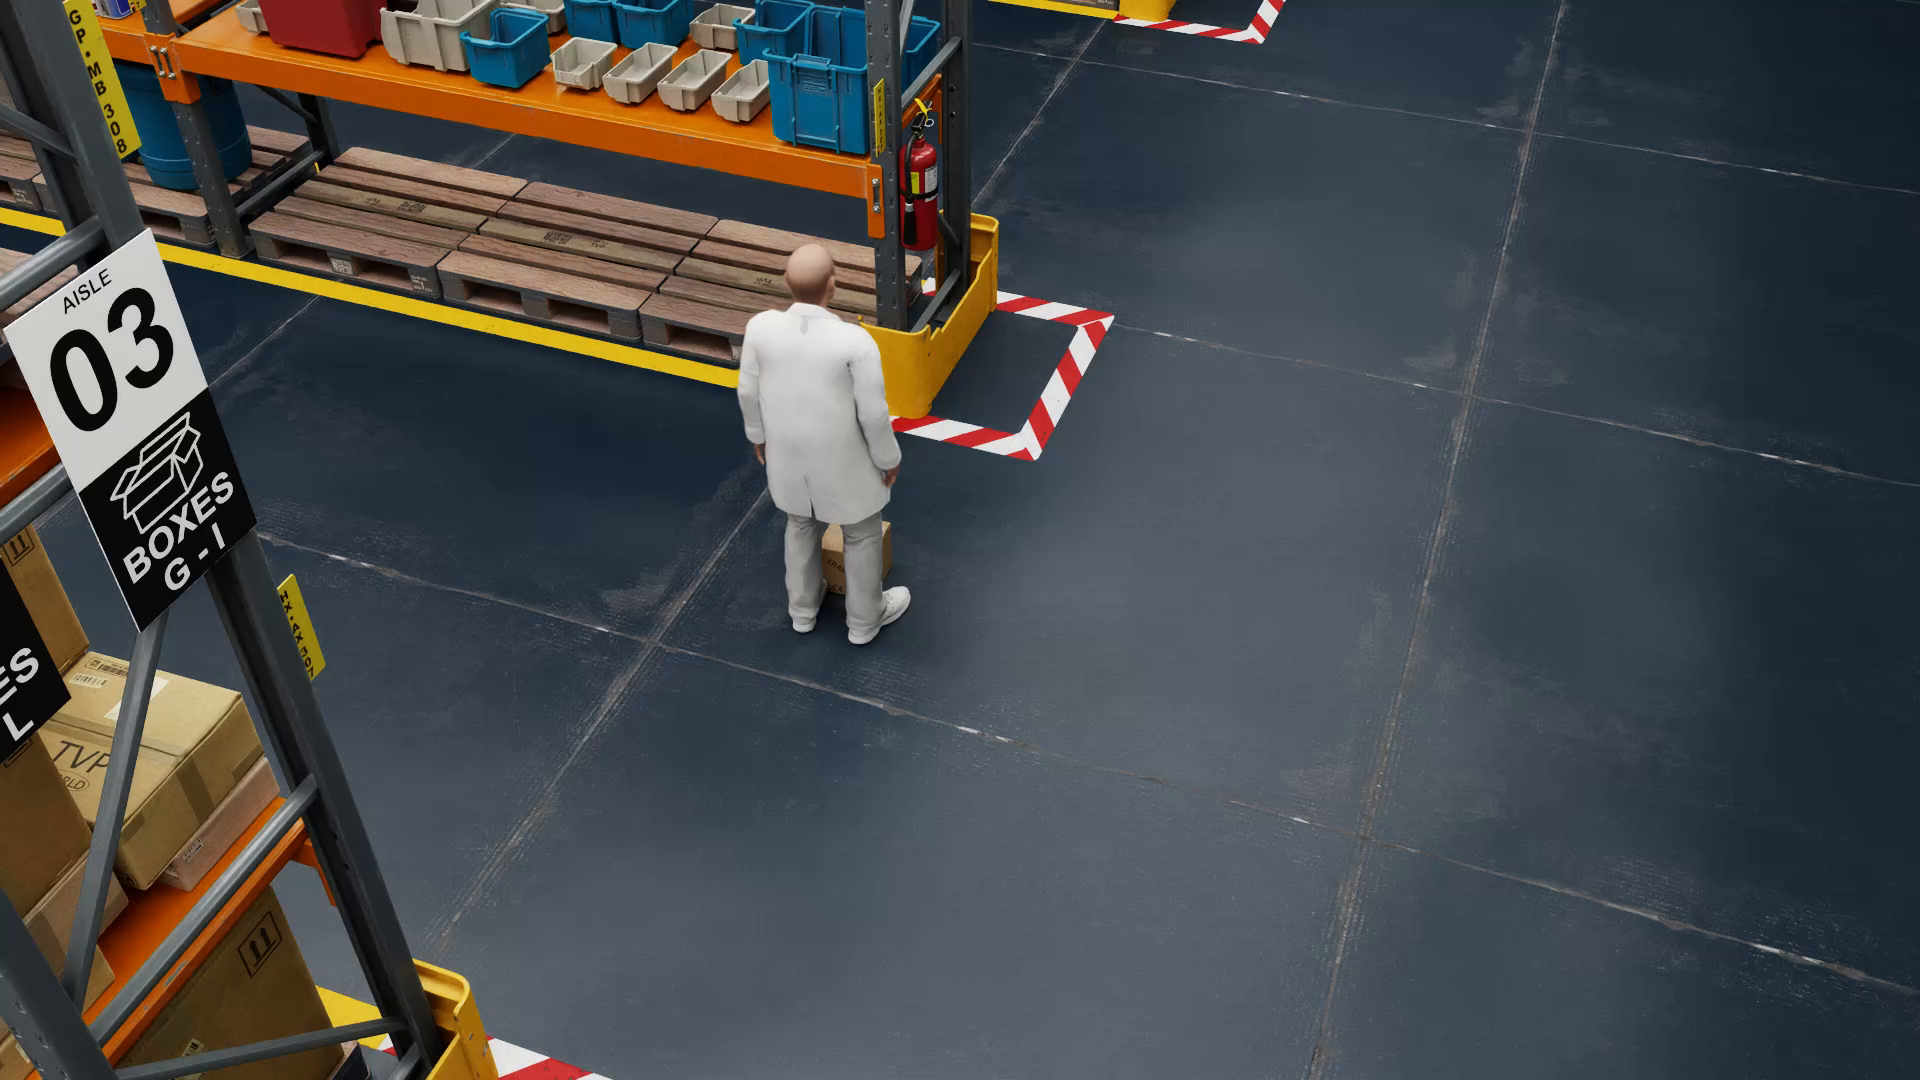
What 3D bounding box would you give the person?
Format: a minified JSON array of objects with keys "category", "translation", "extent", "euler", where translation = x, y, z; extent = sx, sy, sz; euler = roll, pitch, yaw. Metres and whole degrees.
[{"category":"person","translation":[-0.544,-0.353,6.576],"extent":[0.653,1.774,0.416],"euler":[13,43,14]}]
